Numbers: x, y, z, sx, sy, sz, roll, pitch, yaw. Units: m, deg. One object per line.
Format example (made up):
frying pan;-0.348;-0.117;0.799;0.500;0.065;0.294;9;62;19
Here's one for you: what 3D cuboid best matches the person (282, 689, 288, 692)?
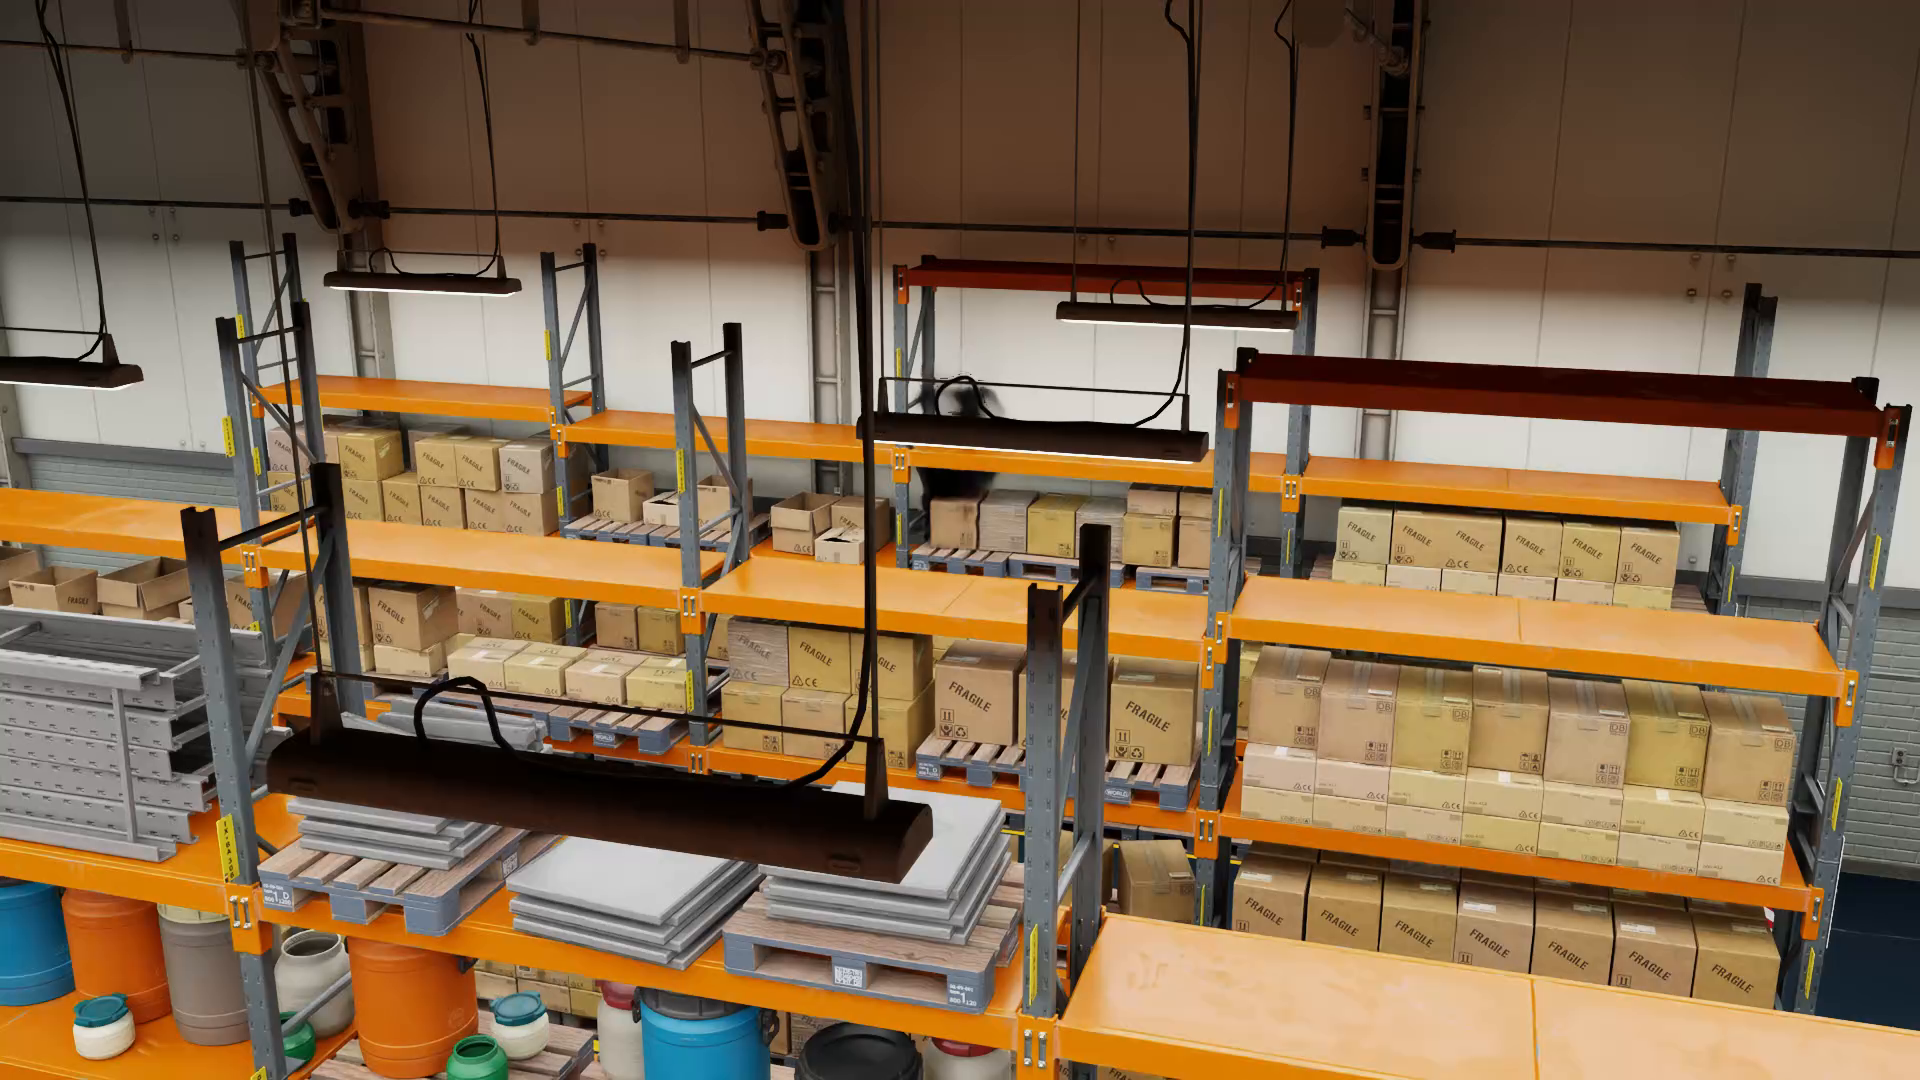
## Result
person;-6.918;2.389;17.354;0.691;1.752;0.706;4;17;14
